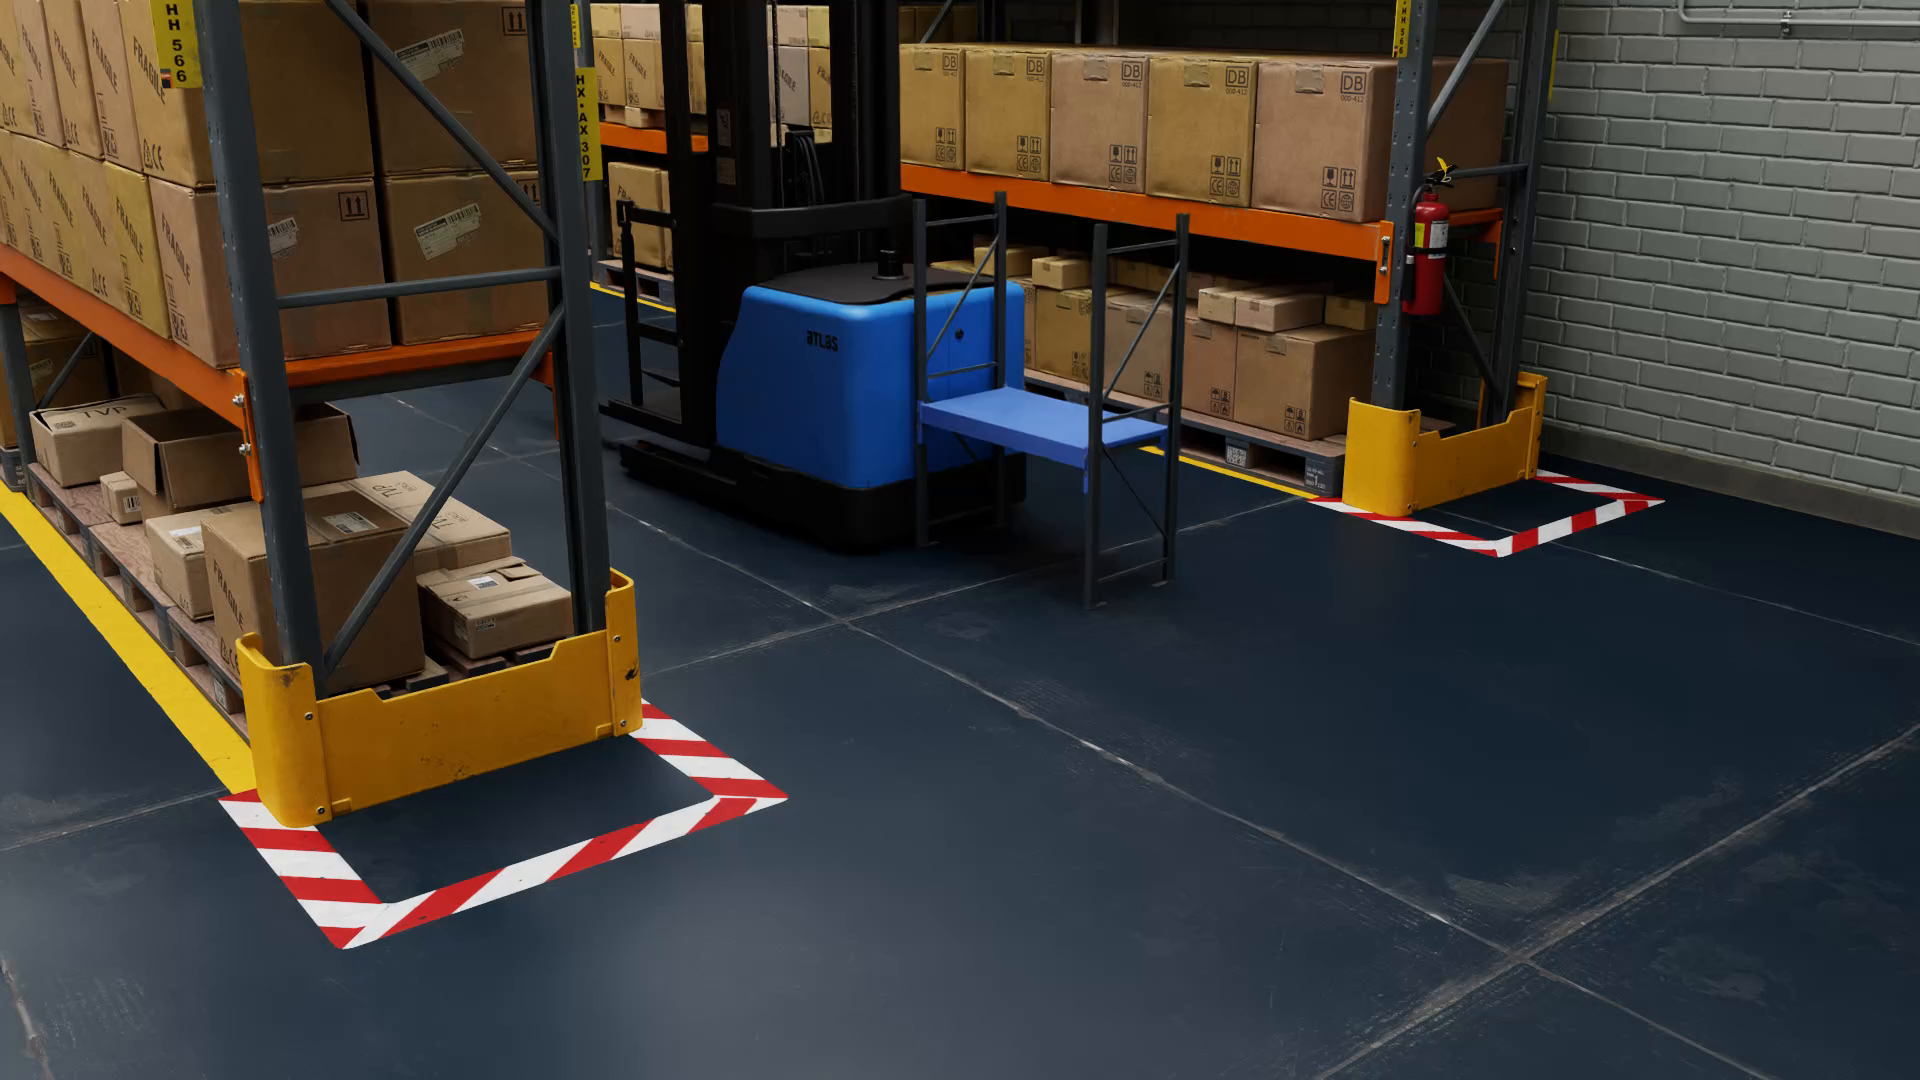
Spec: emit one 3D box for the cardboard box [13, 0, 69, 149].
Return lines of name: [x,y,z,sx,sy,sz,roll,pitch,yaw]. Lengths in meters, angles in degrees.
cardboard box: [-2.993,-1.671,5.888,0.500,0.500,0.500,-13,22,-34]

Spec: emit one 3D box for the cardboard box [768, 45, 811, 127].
cardboard box: [-0.953,-3.055,11.153,0.500,0.500,0.500,-14,23,-36]

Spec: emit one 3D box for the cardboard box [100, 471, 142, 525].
cardboard box: [-3.390,-0.208,7.026,0.380,0.166,0.250,-14,23,-36]

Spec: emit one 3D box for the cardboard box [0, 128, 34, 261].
cardboard box: [-3.602,-1.444,6.793,0.500,0.500,0.500,-13,23,-35]

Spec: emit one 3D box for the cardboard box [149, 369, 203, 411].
cardboard box: [-3.449,-0.638,7.795,0.500,0.500,0.500,-14,23,-36]

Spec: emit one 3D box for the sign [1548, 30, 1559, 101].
sign: [2.778,-2.239,7.848,0.100,0.325,0.005,-14,23,-36]

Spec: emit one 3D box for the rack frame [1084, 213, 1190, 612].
rack frame: [0.683,-0.488,6.449,0.500,1.500,0.032,-16,24,-39]

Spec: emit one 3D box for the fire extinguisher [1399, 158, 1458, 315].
fire extinguisher: [2.071,-1.342,7.360,0.296,0.674,0.183,-14,23,-36]

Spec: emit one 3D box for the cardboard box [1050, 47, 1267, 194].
cardboard box: [1.088,-2.316,9.108,0.980,0.700,0.700,-15,24,-39]

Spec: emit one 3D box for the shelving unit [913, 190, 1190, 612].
shelving unit: [0.343,-0.607,6.808,0.538,1.500,1.048,-16,24,-39]

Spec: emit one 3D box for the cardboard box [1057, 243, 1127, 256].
cardboard box: [0.798,-1.665,9.897,0.380,0.149,0.250,-15,23,-38]

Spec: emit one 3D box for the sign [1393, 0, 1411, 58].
sign: [1.905,-2.243,7.145,0.100,0.325,0.005,-14,23,-36]

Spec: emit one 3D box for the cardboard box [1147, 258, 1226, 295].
cardboard box: [1.272,-1.477,9.328,0.380,0.149,0.250,-14,23,-36]

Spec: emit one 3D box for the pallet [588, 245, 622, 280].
pallet: [-3.112,-2.524,14.648,1.003,0.211,1.213,-14,23,-36]

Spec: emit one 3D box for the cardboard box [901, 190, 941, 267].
cardboard box: [-0.650,-1.982,11.329,0.750,0.750,0.750,-14,23,-35]

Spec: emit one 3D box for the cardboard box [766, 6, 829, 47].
cardboard box: [-0.945,-3.416,11.050,0.500,0.250,0.500,-13,23,-35]

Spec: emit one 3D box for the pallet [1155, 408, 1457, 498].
pallet: [1.781,-0.541,8.661,1.003,0.211,1.213,-14,23,-36]

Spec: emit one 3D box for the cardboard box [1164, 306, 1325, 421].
cardboard box: [1.515,-0.972,8.835,0.700,0.500,0.500,-14,23,-36]

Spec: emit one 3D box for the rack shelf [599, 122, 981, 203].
rack shelf: [-1.387,-2.820,12.252,1.077,0.370,4.000,-14,23,-36]

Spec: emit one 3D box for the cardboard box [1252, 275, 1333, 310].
cardboard box: [1.745,-1.290,8.762,0.380,0.149,0.250,-14,23,-36]

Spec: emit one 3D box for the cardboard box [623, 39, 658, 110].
cardboard box: [-2.209,-3.552,12.654,0.500,0.500,0.500,-13,22,-34]

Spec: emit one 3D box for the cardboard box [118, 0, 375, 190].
cardboard box: [-2.034,-1.294,4.747,0.500,0.500,0.500,-14,23,-37]

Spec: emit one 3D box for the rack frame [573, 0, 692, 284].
rack frame: [-2.628,-3.654,13.627,1.000,3.000,0.127,-14,23,-36]

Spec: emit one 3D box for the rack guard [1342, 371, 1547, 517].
rack guard: [2.354,-0.491,8.049,1.175,0.500,0.348,-14,23,-36]

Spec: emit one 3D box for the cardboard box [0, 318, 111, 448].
cardboard box: [-4.557,-0.789,8.250,0.500,0.500,0.500,-14,23,-36]

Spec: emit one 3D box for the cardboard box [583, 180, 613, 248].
cardboard box: [-3.116,-2.844,14.456,0.700,0.500,0.500,-14,23,-35]

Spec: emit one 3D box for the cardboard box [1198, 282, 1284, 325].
cardboard box: [1.444,-1.216,8.538,0.380,0.149,0.250,-13,22,-35]

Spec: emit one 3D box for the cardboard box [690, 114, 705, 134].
cardboard box: [-1.785,-3.107,12.341,0.380,0.149,0.250,-14,23,-35]

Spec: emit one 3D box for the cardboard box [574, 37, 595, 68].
cardboard box: [-2.928,-4.025,13.886,0.500,0.500,0.700,17,25,42]

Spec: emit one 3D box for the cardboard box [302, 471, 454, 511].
cardboard box: [-2.278,-0.055,6.430,0.500,0.250,0.500,-14,23,-36]

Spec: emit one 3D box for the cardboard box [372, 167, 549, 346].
cardboard box: [-1.611,-0.924,5.221,0.500,0.500,0.500,-13,23,-35]

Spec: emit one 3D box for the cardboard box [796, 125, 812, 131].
cardboard box: [-0.877,-2.717,11.164,0.380,0.149,0.250,-13,22,-34]

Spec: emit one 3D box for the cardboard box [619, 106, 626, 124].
cardboard box: [-2.456,-3.355,13.089,0.380,0.149,0.250,-14,23,-35]

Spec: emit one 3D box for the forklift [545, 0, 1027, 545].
forklift: [-1.052,-1.760,8.014,1.130,2.935,3.031,-16,24,-39]

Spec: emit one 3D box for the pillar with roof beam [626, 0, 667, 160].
pillar with roof beam: [-6.132,-6.151,11.624,9.100,9.000,0.400,-14,23,-36]

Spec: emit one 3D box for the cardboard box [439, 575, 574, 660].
cardboard box: [-1.533,0.259,5.644,0.380,0.149,0.250,-14,23,-36]

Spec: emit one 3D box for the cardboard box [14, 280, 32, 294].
cardboard box: [-5.486,-1.161,9.373,0.500,0.500,0.500,-15,23,-38]

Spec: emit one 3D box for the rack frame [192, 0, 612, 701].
rack frame: [-1.542,-0.715,4.751,1.000,3.000,0.127,-14,23,-36]

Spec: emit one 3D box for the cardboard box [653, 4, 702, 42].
cardboard box: [-1.901,-3.792,12.184,0.500,0.250,0.500,-14,23,-36]

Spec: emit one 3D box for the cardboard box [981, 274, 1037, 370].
cardboard box: [0.549,-1.353,9.984,0.700,0.500,0.500,-14,23,-37]

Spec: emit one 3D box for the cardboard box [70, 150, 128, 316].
cardboard box: [-2.664,-1.071,5.667,0.500,0.500,0.500,-14,23,-36]

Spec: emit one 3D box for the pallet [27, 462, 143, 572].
pallet: [-3.600,-0.208,7.654,1.003,0.211,1.213,-14,23,-36]
